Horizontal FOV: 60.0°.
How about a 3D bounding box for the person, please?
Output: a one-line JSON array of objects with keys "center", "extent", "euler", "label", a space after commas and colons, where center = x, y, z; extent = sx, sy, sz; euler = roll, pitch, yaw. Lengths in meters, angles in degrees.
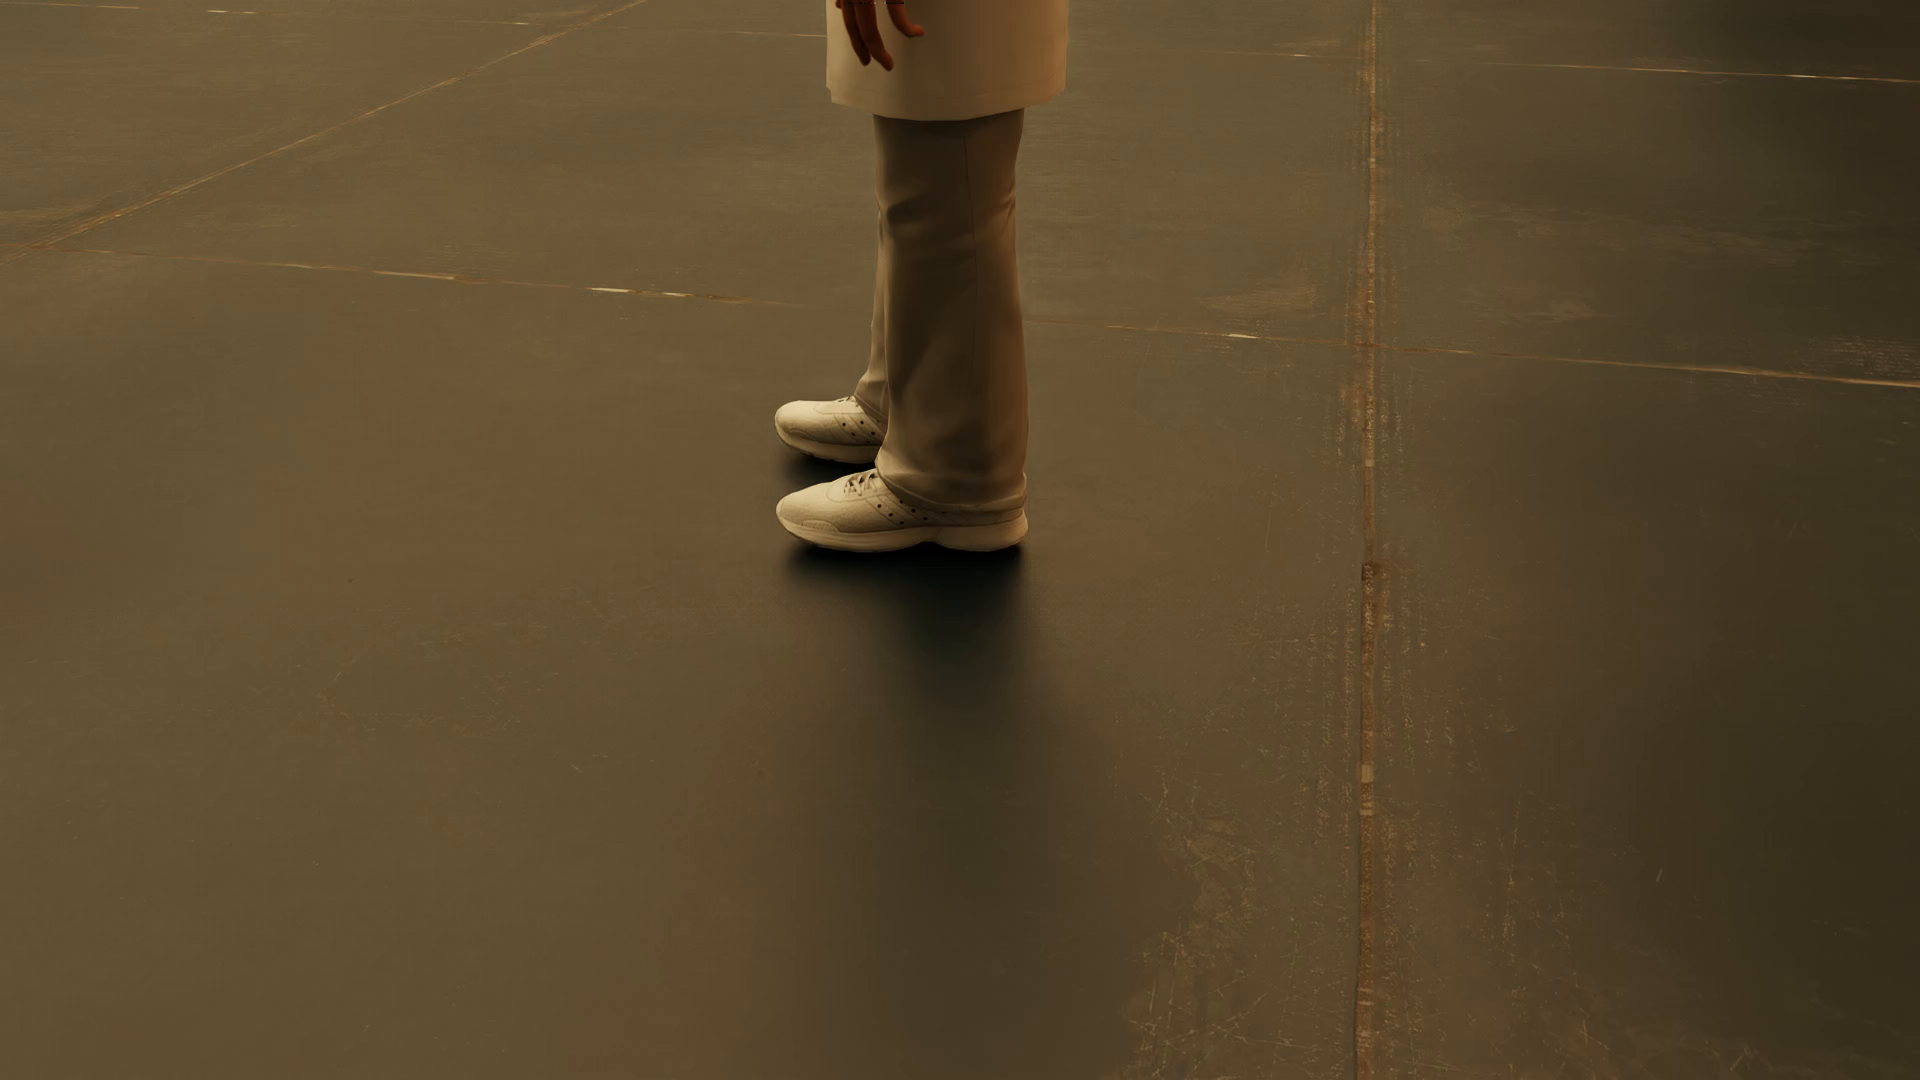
[{"center": [-0.089, -0.811, 2.118], "extent": [0.578, 1.778, 0.696], "euler": [6, 27, 11], "label": "person"}]
